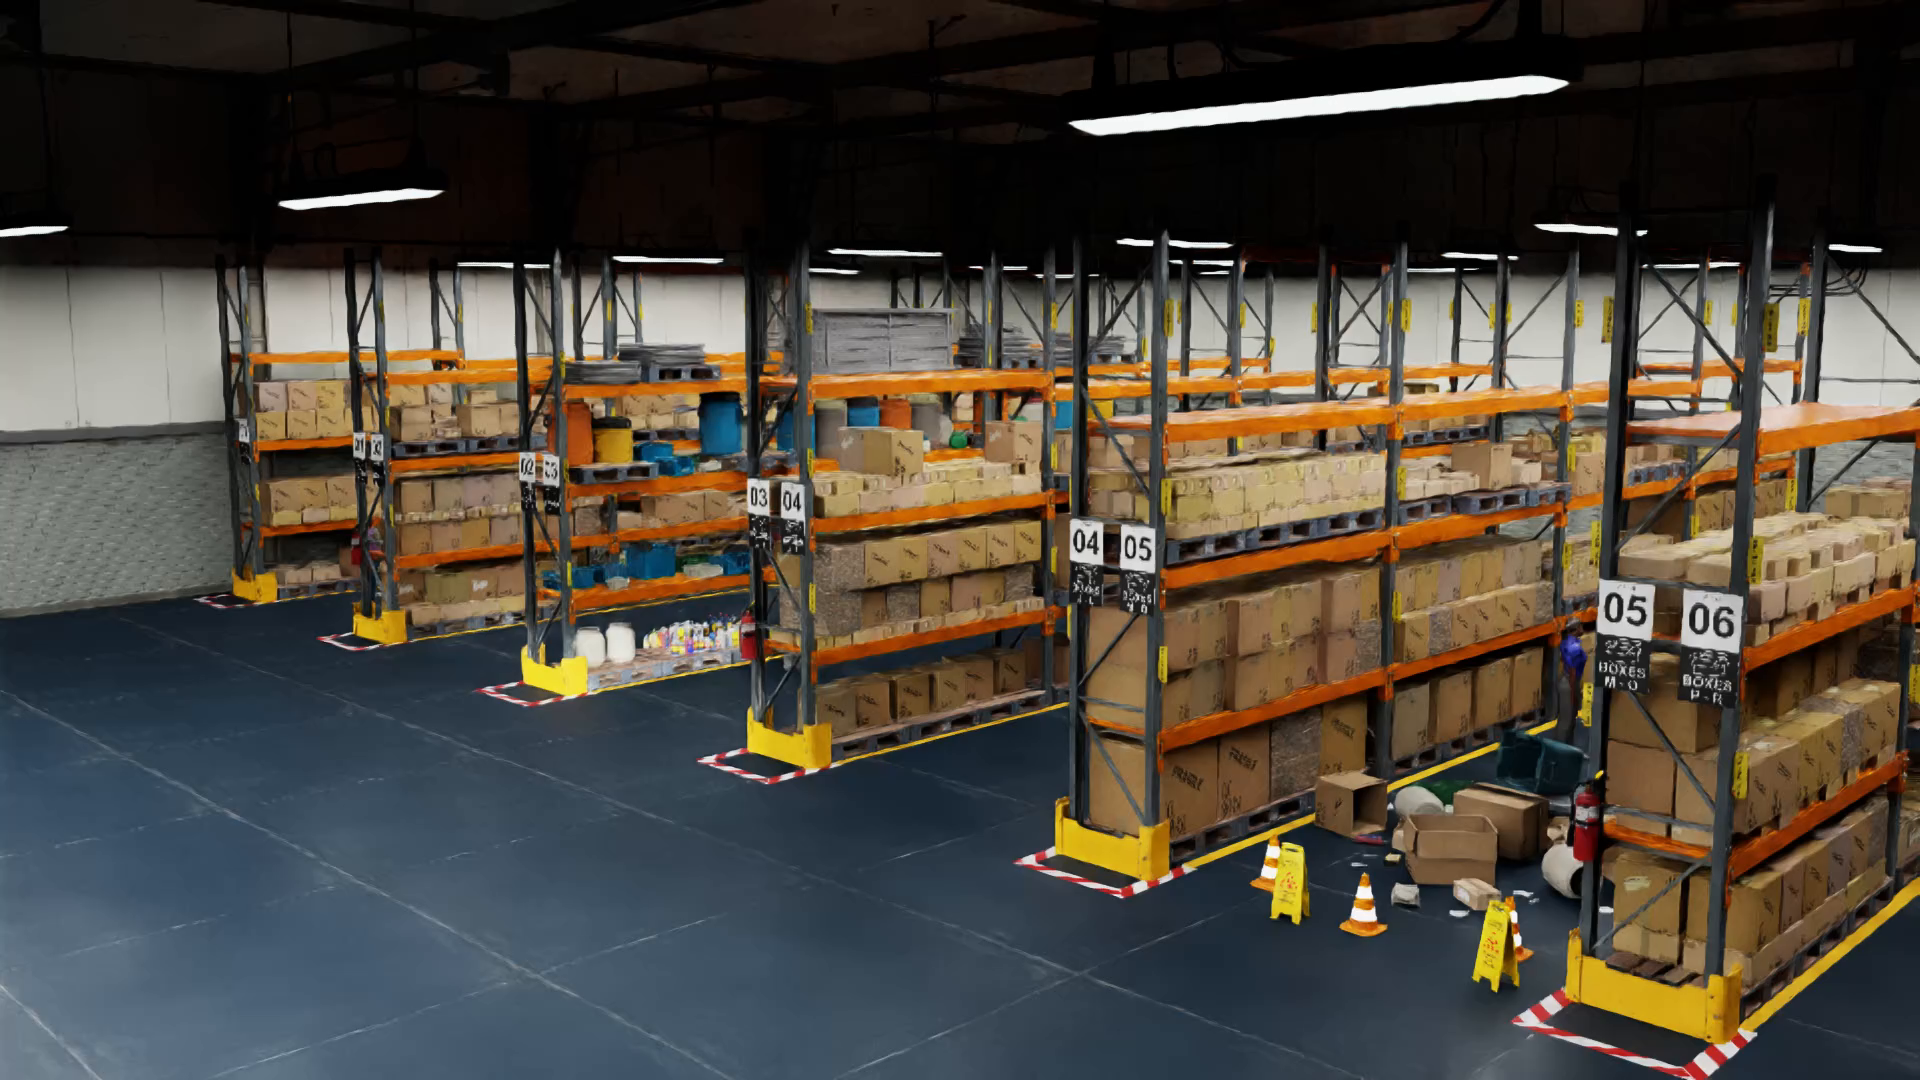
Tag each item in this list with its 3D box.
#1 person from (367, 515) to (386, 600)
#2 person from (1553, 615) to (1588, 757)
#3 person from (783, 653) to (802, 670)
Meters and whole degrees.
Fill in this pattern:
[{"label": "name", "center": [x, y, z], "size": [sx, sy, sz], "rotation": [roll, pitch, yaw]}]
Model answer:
[{"label": "person", "center": [-10.234, 0.311, 28.918], "size": [0.453, 1.538, 0.880], "rotation": [3, 9, 22]}, {"label": "person", "center": [6.941, 1.678, 18.822], "size": [0.414, 1.666, 0.506], "rotation": [2, 8, 15]}, {"label": "person", "center": [-2.264, 0.974, 23.453], "size": [0.446, 1.770, 0.569], "rotation": [3, 9, 18]}]
